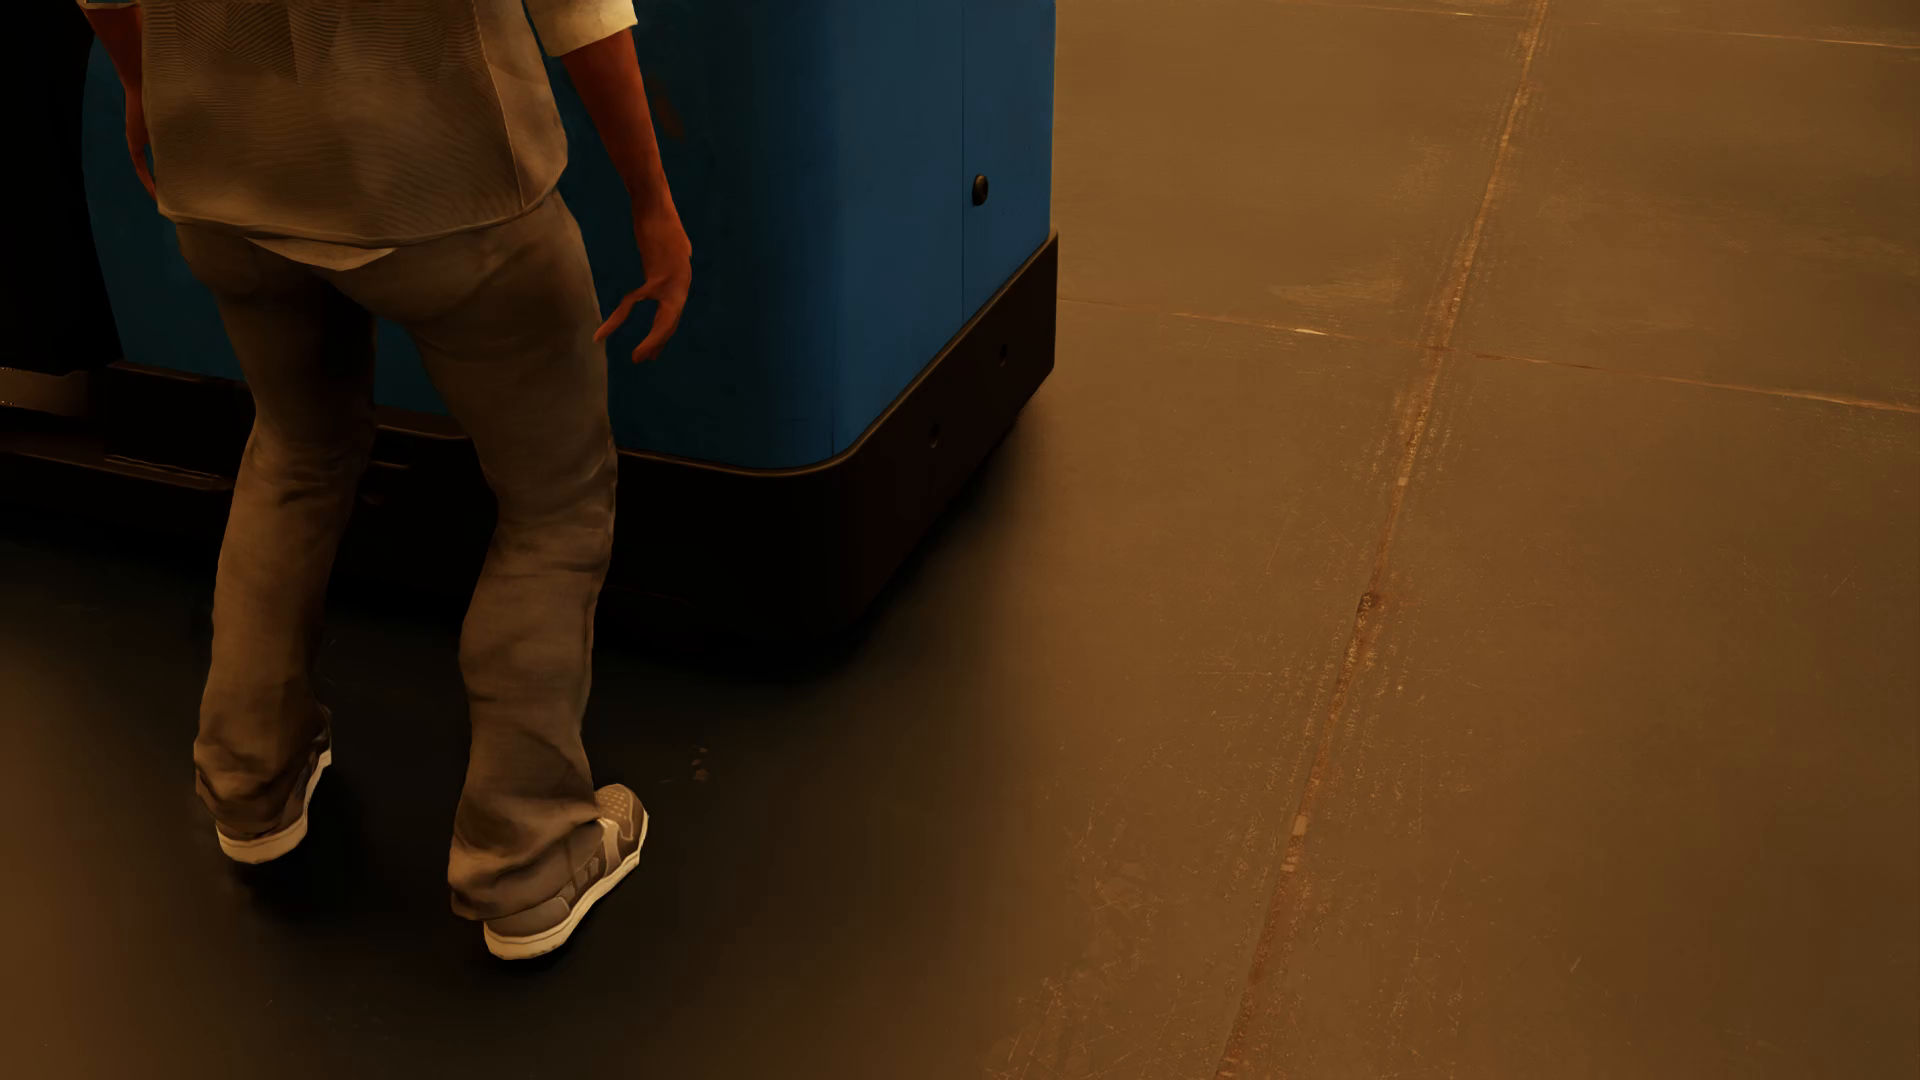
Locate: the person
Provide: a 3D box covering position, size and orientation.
[{"bbox_3d":[-0.549,-0.214,1.527,0.633,1.335,0.283,9,31,16],"label":"person"}]

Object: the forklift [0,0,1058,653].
[{"bbox_3d":[-1.409,-1.564,2.288,3.031,2.935,1.130,10,31,17],"label":"forklift"}]
